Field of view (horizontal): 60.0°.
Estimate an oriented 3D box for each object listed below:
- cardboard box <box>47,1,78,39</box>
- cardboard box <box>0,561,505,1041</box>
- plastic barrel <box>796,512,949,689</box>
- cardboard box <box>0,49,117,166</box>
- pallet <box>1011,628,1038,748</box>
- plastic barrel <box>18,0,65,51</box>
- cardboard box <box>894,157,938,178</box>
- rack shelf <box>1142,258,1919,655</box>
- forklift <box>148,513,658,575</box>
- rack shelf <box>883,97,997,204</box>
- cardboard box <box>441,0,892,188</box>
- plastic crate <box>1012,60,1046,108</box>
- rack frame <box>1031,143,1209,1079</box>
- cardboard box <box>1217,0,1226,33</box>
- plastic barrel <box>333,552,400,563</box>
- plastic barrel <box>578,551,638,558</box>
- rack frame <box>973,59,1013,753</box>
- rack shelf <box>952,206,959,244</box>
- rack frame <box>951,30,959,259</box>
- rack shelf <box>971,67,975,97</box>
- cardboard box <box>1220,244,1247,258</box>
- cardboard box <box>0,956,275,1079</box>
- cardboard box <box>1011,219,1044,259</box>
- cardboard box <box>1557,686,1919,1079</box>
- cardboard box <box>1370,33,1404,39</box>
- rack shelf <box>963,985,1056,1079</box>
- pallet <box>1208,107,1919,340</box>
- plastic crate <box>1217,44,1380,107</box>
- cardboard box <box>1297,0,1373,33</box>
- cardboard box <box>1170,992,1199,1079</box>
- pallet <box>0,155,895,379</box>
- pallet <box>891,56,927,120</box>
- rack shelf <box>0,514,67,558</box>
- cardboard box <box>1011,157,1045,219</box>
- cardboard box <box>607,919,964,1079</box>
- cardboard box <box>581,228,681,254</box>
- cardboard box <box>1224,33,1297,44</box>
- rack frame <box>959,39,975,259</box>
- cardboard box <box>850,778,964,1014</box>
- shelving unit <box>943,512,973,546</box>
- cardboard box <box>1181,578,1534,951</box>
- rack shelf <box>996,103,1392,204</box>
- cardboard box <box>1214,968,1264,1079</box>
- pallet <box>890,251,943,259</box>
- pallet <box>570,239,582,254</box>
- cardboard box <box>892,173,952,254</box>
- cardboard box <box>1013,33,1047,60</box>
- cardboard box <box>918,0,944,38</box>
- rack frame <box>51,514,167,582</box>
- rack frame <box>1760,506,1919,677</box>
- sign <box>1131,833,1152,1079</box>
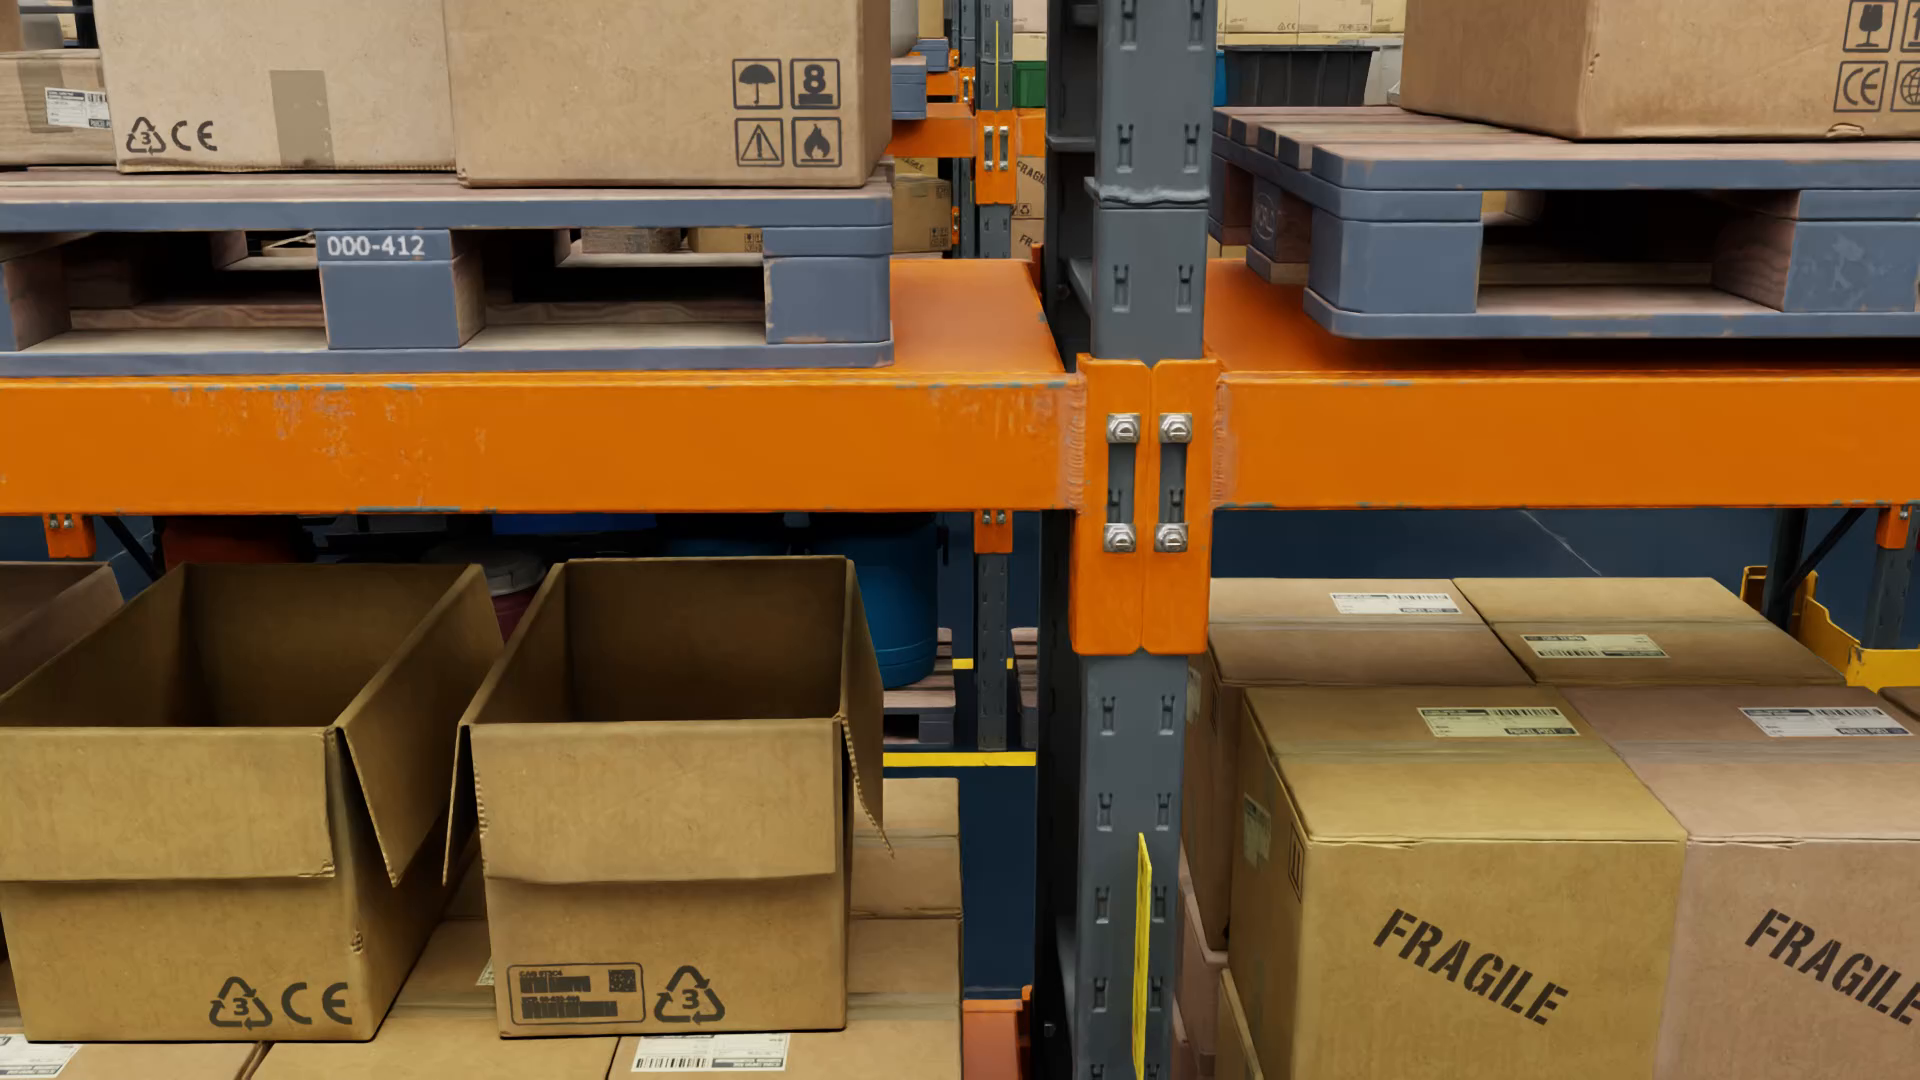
[{"bbox_3d":[-6.022,-3.639,11.627,0.500,0.250,0.500,-2,18,-6],"label":"cardboard box"},{"bbox_3d":[-1.108,0.376,2.660,0.637,0.503,0.797,0,18,0],"label":"cardboard box"},{"bbox_3d":[-0.406,0.180,7.825,0.708,0.901,0.600,0,18,-1],"label":"plastic barrel"},{"bbox_3d":[-1.274,-0.652,2.481,0.250,0.149,0.380,-1,18,-3],"label":"cardboard box"},{"bbox_3d":[0.873,0.695,8.035,1.213,0.211,1.003,0,18,-1],"label":"pallet"},{"bbox_3d":[-4.176,-2.171,7.312,0.421,0.512,0.421,0,18,0],"label":"plastic barrel"},{"bbox_3d":[-0.475,-3.762,16.682,0.500,0.500,0.500,-1,18,-2],"label":"cardboard box"},{"bbox_3d":[2.217,-0.200,2.527,4.000,0.370,1.077,0,18,-1],"label":"rack shelf"},{"bbox_3d":[-3.218,-1.266,9.695,3.031,2.935,1.130,-2,18,-7],"label":"forklift"},{"bbox_3d":[-1.861,-1.693,7.182,4.000,0.370,1.077,0,18,-1],"label":"rack shelf"},{"bbox_3d":[-0.363,-0.774,2.289,0.500,0.500,0.700,0,18,0],"label":"cardboard box"},{"bbox_3d":[0.558,-2.039,7.429,0.662,0.188,0.450,0,18,-1],"label":"plastic crate"},{"bbox_3d":[0.217,0.896,2.845,0.127,3.000,1.000,0,18,-1],"label":"rack frame"},{"bbox_3d":[1.554,-3.653,11.541,0.500,0.250,0.500,0,18,-1],"label":"cardboard box"},{"bbox_3d":[-2.809,0.349,7.933,0.421,0.512,0.421,0,18,0],"label":"plastic barrel"},{"bbox_3d":[-1.680,0.344,7.950,0.421,0.512,0.421,0,18,0],"label":"plastic barrel"},{"bbox_3d":[0.139,-0.617,7.561,0.127,3.000,1.000,0,18,-1],"label":"rack frame"},{"bbox_3d":[-2.017,-3.291,17.073,4.000,0.370,1.077,0,18,-1],"label":"rack shelf"},{"bbox_3d":[-0.018,-3.643,16.993,0.127,3.000,1.000,0,18,-1],"label":"rack frame"},{"bbox_3d":[2.064,-3.225,11.958,4.000,0.370,1.077,0,18,-1],"label":"rack shelf"},{"bbox_3d":[2.099,-2.105,12.035,0.500,0.500,0.500,-1,18,-2],"label":"cardboard box"},{"bbox_3d":[-1.264,0.939,2.547,0.500,0.500,0.500,0,18,-2],"label":"cardboard box"},{"bbox_3d":[0.578,-2.097,12.010,0.500,0.500,0.500,0,18,1],"label":"cardboard box"},{"bbox_3d":[1.192,0.544,2.472,0.500,0.500,0.500,0,18,-1],"label":"cardboard box"},{"bbox_3d":[3.054,-3.424,11.646,0.500,0.250,0.500,0,18,-1],"label":"cardboard box"},{"bbox_3d":[-1.783,1.248,2.925,4.000,0.370,1.077,0,18,-1],"label":"rack shelf"},{"bbox_3d":[1.035,-0.491,2.403,1.213,0.211,1.003,0,18,-1],"label":"pallet"},{"bbox_3d":[1.385,-1.905,6.880,0.590,0.269,0.497,0,18,-1],"label":"plastic crate"},{"bbox_3d":[2.554,-3.660,11.563,0.500,0.250,0.500,0,18,-1],"label":"cardboard box"},{"bbox_3d":[0.517,0.914,3.200,0.250,0.149,0.380,0,18,-1],"label":"cardboard box"},{"bbox_3d":[-0.699,-0.422,2.355,1.217,0.209,0.805,-1,18,-3],"label":"pallet"},{"bbox_3d":[-0.644,-1.922,7.026,1.003,0.211,1.213,0,18,-1],"label":"pallet"},{"bbox_3d":[-5.861,-0.246,7.580,4.000,0.370,1.077,0,18,-1],"label":"rack shelf"},{"bbox_3d":[0.540,-2.570,11.848,0.500,0.500,0.500,0,18,1],"label":"cardboard box"},{"bbox_3d":[-0.246,0.934,2.563,0.500,0.500,0.500,0,18,-1],"label":"cardboard box"},{"bbox_3d":[-2.390,-2.342,12.086,0.500,0.500,0.700,3,18,10],"label":"cardboard box"},{"bbox_3d":[2.054,-3.420,11.634,0.500,0.250,0.500,0,18,-1],"label":"cardboard box"},{"bbox_3d":[0.064,-2.130,12.277,0.127,3.000,1.000,0,18,-1],"label":"rack frame"},{"bbox_3d":[-0.247,0.774,3.061,0.500,0.500,0.500,0,18,-1],"label":"cardboard box"},{"bbox_3d":[-0.014,-0.571,10.364,0.189,1.200,0.258,0,18,-1],"label":"shelving unit"},{"bbox_3d":[0.672,0.384,2.969,0.500,0.500,0.500,0,18,1],"label":"cardboard box"},{"bbox_3d":[2.138,-1.712,7.242,4.000,0.370,1.077,0,18,-1],"label":"rack shelf"},{"bbox_3d":[0.691,0.903,2.580,0.500,0.250,0.500,-1,18,-2],"label":"cardboard box"},{"bbox_3d":[-0.737,-2.068,12.398,1.213,0.211,1.003,0,18,-1],"label":"pallet"},{"bbox_3d":[-3.259,-2.044,12.323,1.003,0.211,1.213,0,18,-1],"label":"pallet"},{"bbox_3d":[-0.413,-2.444,12.403,0.500,0.500,0.700,-6,19,-19],"label":"cardboard box"},{"bbox_3d":[0.554,-3.414,11.613,0.500,0.250,0.500,0,18,-1],"label":"cardboard box"},{"bbox_3d":[-0.441,-3.874,11.786,0.600,0.600,0.600,-2,18,-6],"label":"cardboard box"},{"bbox_3d":[-3.861,-0.598,7.500,0.127,3.000,1.000,0,18,-1],"label":"rack frame"},{"bbox_3d":[4.138,-0.636,7.621,0.127,3.000,1.000,0,18,-1],"label":"rack frame"},{"bbox_3d":[0.235,0.548,2.164,0.005,0.325,0.100,0,18,-1],"label":"sign"}]
